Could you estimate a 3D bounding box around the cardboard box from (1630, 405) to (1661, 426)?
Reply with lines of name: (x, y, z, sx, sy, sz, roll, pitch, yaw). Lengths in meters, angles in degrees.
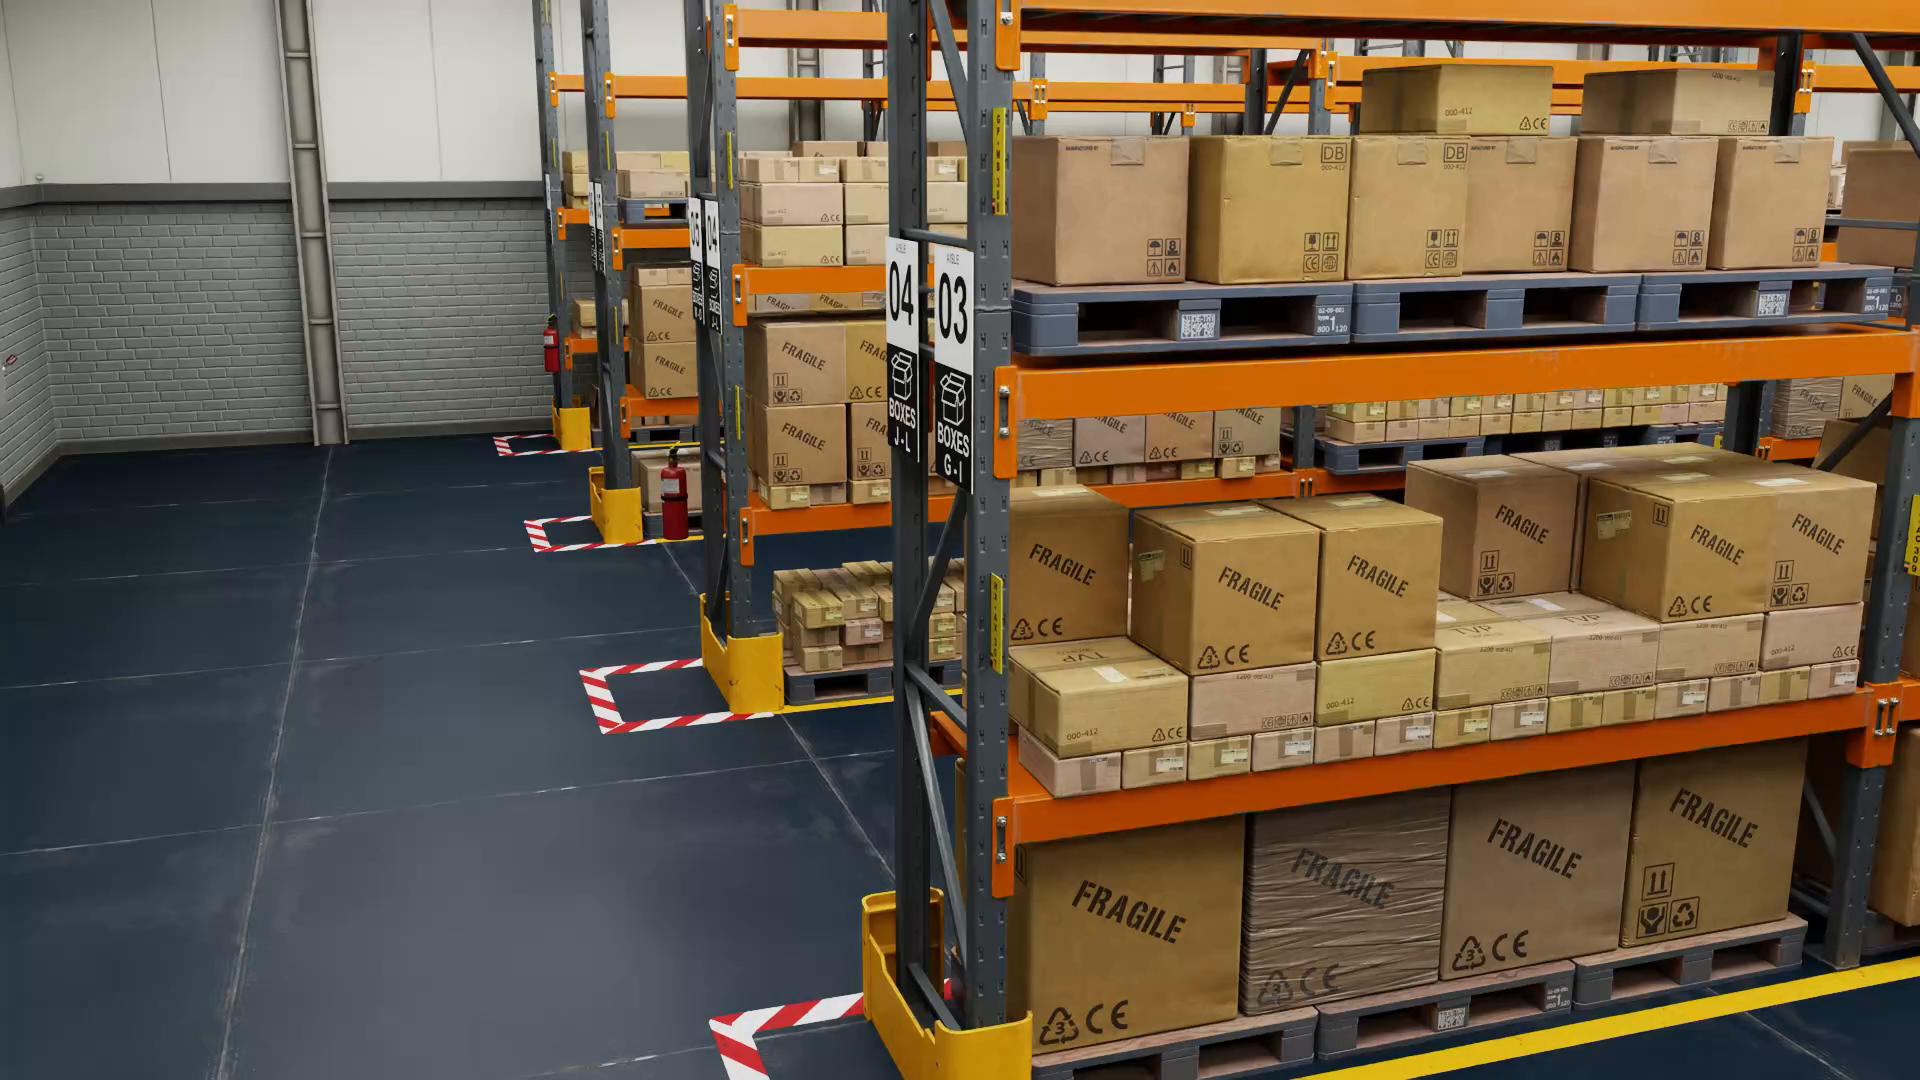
cardboard box: (5.008, -0.959, 12.436, 0.250, 0.149, 0.380, -5, 14, -19)

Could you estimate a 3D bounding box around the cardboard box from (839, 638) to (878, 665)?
cardboard box: (-0.715, 0.698, 11.085, 0.250, 0.149, 0.380, -5, 14, -18)

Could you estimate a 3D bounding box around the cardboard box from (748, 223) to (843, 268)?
cardboard box: (-1.029, -1.842, 10.354, 0.500, 0.250, 0.500, -4, 14, -16)

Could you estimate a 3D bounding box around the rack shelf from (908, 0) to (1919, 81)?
rack shelf: (1.846, -1.905, 6.231, 4.000, 0.370, 1.077, -4, 14, -18)

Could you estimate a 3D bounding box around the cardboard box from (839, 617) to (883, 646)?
cardboard box: (-0.680, 0.569, 10.986, 0.250, 0.149, 0.380, -5, 14, -18)

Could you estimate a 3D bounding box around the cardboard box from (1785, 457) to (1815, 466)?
cardboard box: (7.480, -0.269, 13.854, 0.750, 0.750, 1.050, -4, 14, -17)

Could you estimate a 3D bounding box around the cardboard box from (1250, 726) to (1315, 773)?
cardboard box: (1.124, 0.727, 6.253, 0.250, 0.149, 0.380, -5, 14, -19)

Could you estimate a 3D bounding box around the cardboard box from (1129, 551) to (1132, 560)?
cardboard box: (1.119, 0.160, 12.061, 0.250, 0.149, 0.380, -5, 14, -20)

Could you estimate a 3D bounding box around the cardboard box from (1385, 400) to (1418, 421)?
cardboard box: (3.020, -0.948, 11.747, 0.250, 0.149, 0.380, -5, 14, -19)

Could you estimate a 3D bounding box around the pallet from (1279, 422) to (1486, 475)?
pallet: (3.026, -0.705, 12.146, 1.213, 0.211, 1.003, -4, 14, -18)

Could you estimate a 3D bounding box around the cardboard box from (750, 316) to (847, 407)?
cardboard box: (-1.026, -1.133, 10.513, 0.500, 0.500, 0.500, -5, 14, -18)

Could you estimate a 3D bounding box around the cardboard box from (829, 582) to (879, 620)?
cardboard box: (-0.708, 0.404, 11.038, 0.250, 0.149, 0.380, -4, 14, -17)

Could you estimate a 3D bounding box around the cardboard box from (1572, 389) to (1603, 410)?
cardboard box: (4.501, -1.064, 12.233, 0.250, 0.149, 0.380, -4, 14, -17)

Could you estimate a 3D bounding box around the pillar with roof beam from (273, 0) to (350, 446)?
pillar with roof beam: (-6.267, -4.618, 15.219, 0.400, 9.000, 9.100, -4, 14, -18)

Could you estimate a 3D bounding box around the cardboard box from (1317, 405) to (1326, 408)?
cardboard box: (2.569, -1.073, 12.273, 0.250, 0.149, 0.380, -4, 14, -16)

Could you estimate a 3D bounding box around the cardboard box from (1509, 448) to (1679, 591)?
cardboard box: (2.737, -0.101, 7.254, 0.500, 0.500, 0.500, -4, 14, -18)

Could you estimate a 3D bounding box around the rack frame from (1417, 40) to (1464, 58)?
rack frame: (6.576, -6.449, 22.917, 0.127, 3.000, 1.000, -4, 14, -18)

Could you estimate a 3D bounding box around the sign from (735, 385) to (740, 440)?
sign: (-1.363, -0.781, 10.179, 0.005, 0.325, 0.100, -4, 14, -18)

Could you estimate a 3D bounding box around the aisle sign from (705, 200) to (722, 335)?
aisle sign: (-1.509, -1.672, 10.180, 0.004, 0.787, 0.394, -4, 14, -18)

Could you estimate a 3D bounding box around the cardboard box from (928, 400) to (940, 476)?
cardboard box: (-0.055, -0.723, 10.948, 0.500, 0.500, 0.500, -4, 14, -17)

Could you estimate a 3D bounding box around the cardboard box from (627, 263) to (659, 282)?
cardboard box: (-2.934, -2.478, 15.406, 0.250, 0.149, 0.380, -4, 14, -17)

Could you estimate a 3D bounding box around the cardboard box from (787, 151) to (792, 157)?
cardboard box: (-1.886, -4.585, 20.163, 0.500, 0.250, 0.500, -5, 14, -19)

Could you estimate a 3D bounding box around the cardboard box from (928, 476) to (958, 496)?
cardboard box: (-0.157, -0.408, 11.027, 0.250, 0.149, 0.380, -5, 14, -19)

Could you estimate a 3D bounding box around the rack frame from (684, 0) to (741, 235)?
rack frame: (-1.536, -3.397, 10.086, 0.127, 3.000, 1.000, -4, 14, -18)

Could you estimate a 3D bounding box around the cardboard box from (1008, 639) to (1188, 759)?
cardboard box: (0.491, 0.569, 6.058, 0.500, 0.250, 0.500, -5, 14, -20)

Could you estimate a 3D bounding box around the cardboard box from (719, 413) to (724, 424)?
cardboard box: (-2.832, -1.729, 20.533, 0.500, 0.500, 0.500, -4, 14, -17)

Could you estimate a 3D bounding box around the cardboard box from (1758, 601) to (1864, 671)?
cardboard box: (3.407, 0.340, 7.020, 0.500, 0.250, 0.500, -5, 14, -19)

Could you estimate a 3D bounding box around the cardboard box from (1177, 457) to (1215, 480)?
cardboard box: (1.577, -0.530, 11.537, 0.250, 0.149, 0.380, -4, 14, -16)

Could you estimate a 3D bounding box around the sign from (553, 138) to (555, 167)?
sign: (-4.624, -4.411, 18.940, 0.005, 0.325, 0.100, -4, 14, -18)

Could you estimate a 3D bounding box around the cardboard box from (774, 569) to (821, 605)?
cardboard box: (-1.115, 0.320, 11.390, 0.250, 0.149, 0.380, -4, 14, -17)

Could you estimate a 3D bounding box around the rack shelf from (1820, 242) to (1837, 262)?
rack shelf: (7.942, -2.326, 13.619, 4.000, 0.370, 1.077, -4, 14, -18)

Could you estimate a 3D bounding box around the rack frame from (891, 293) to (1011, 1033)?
rack frame: (-0.050, 0.617, 6.175, 0.127, 3.000, 1.000, -4, 14, -18)

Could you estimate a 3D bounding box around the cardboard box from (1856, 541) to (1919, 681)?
cardboard box: (4.257, 0.294, 7.317, 0.500, 0.500, 0.500, -4, 14, -18)

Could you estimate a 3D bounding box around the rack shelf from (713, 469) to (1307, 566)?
rack shelf: (0.360, -0.276, 11.484, 4.000, 0.370, 1.077, -4, 14, -18)

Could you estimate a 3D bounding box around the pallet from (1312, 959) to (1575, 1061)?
pallet: (1.837, 1.808, 7.193, 1.213, 0.211, 1.003, -4, 14, -18)

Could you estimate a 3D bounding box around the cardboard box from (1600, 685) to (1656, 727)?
cardboard box: (2.582, 0.614, 6.729, 0.250, 0.149, 0.380, -4, 14, -17)

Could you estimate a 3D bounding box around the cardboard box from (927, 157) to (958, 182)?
cardboard box: (-0.187, -2.355, 10.568, 0.250, 0.149, 0.380, -4, 14, -16)

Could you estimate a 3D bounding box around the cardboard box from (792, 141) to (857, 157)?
cardboard box: (-1.252, -3.434, 15.381, 0.500, 0.500, 0.500, -4, 14, -17)

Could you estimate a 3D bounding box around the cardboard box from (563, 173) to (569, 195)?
cardboard box: (-4.462, -4.269, 19.913, 0.500, 0.250, 0.500, -5, 14, -19)

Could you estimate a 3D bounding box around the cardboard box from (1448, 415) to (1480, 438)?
cardboard box: (3.513, -0.842, 11.942, 0.250, 0.149, 0.380, -4, 14, -18)

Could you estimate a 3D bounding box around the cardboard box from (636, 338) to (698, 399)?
cardboard box: (-2.664, -1.578, 15.185, 0.500, 0.500, 0.500, -5, 14, -19)

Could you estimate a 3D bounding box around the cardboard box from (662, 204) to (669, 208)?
cardboard box: (-3.417, -4.012, 19.695, 0.250, 0.149, 0.380, -4, 14, -18)

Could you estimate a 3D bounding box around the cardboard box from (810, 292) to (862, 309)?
cardboard box: (-1.219, -2.181, 15.561, 0.500, 0.500, 0.500, -4, 14, -18)

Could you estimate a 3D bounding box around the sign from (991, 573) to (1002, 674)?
sign: (0.122, 0.279, 5.552, 0.005, 0.325, 0.100, -4, 14, -18)

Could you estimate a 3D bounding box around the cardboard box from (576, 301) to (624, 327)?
cardboard box: (-4.281, -2.691, 19.764, 0.500, 0.250, 0.500, -4, 14, -18)

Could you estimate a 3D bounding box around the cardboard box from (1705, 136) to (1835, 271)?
cardboard box: (3.019, -1.368, 6.699, 0.500, 0.500, 0.700, -5, 14, -21)

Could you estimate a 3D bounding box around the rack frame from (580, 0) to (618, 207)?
rack frame: (-3.210, -4.475, 14.619, 0.127, 3.000, 1.000, -4, 14, -18)

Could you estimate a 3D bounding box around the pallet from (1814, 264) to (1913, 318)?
pallet: (4.595, -1.123, 7.421, 1.217, 0.209, 0.805, -5, 14, -20)

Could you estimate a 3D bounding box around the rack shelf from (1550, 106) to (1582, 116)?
rack shelf: (8.472, -6.052, 23.668, 4.000, 0.370, 1.077, -4, 14, -18)

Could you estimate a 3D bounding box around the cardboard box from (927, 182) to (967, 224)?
cardboard box: (-0.060, -2.157, 10.598, 0.500, 0.250, 0.500, -4, 14, -17)

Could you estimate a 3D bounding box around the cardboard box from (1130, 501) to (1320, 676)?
cardboard box: (0.965, 0.167, 6.126, 0.500, 0.500, 0.500, -5, 14, -19)

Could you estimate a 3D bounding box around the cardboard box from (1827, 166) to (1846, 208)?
cardboard box: (6.803, -2.743, 12.887, 0.500, 0.311, 0.500, -4, 14, -18)
